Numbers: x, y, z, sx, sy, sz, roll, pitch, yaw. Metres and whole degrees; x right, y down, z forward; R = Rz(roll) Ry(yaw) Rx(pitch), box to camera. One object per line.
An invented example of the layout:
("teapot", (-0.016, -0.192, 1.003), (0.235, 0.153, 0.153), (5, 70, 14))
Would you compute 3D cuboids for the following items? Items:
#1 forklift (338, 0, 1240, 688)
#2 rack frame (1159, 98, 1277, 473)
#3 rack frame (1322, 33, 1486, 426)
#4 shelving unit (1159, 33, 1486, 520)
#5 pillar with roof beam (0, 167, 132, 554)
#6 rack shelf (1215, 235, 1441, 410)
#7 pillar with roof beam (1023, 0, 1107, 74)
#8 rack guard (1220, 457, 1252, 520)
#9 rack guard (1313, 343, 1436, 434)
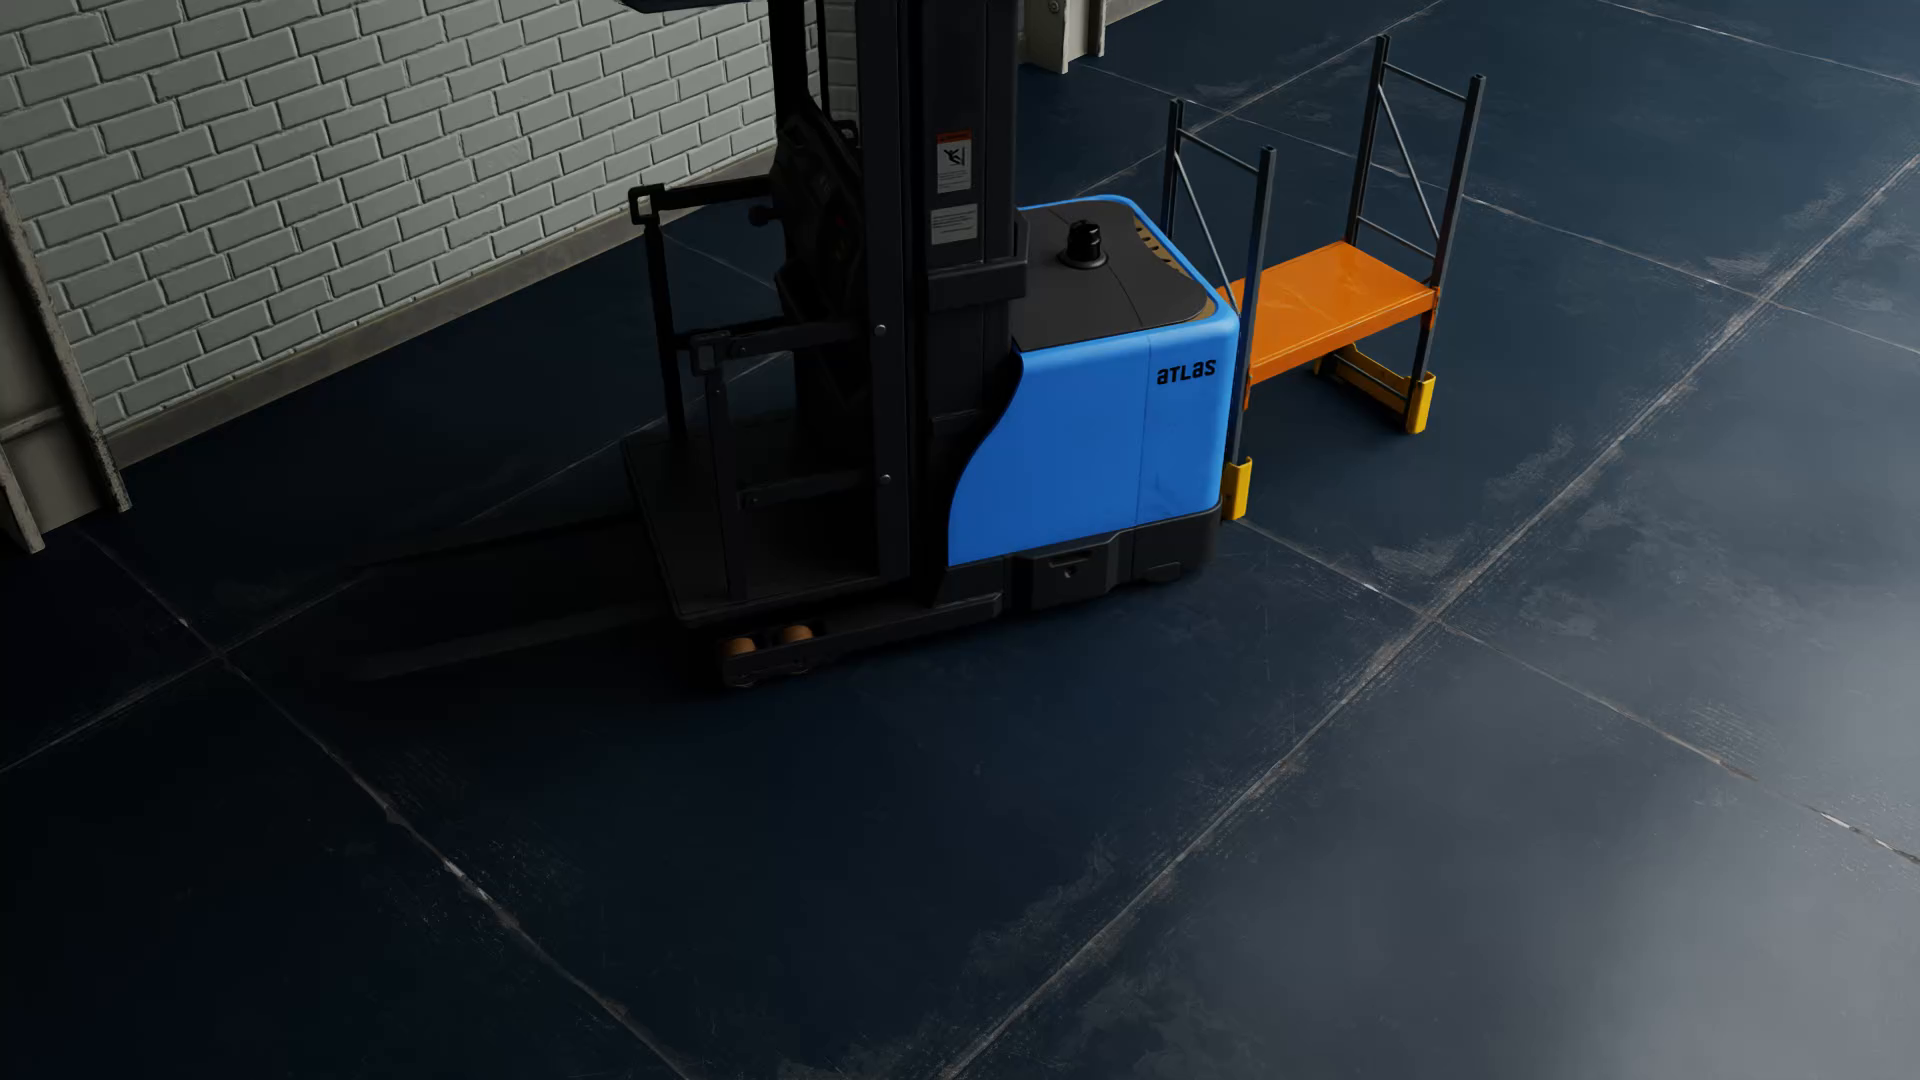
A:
("forklift", (-0.634, -1.022, 5.181), (3.031, 2.935, 1.130), (-12, 40, -15))
("rack frame", (0.883, -0.814, 6.068), (0.032, 1.500, 0.500), (-24, 44, -27))
("rack frame", (1.714, -1.178, 6.527), (0.032, 1.500, 0.500), (-24, 44, -27))
("shelving unit", (1.306, -0.999, 6.301), (1.083, 1.500, 0.587), (-24, 44, -27))
("pillar with roof beam", (-0.258, -1.816, 1.304), (9.100, 9.000, 0.400), (30, 47, 32))
("rack shelf", (1.299, -0.855, 6.409), (1.000, 0.185, 0.538), (-24, 44, -27))
("pillar with roof beam", (3.790, -4.572, 4.770), (9.100, 9.000, 0.400), (30, 47, 32))
("rack guard", (0.899, -0.331, 6.466), (0.087, 0.250, 0.587), (-24, 44, -27))
("rack guard", (1.713, -0.688, 6.915), (0.087, 0.250, 0.587), (-24, 44, -27))
